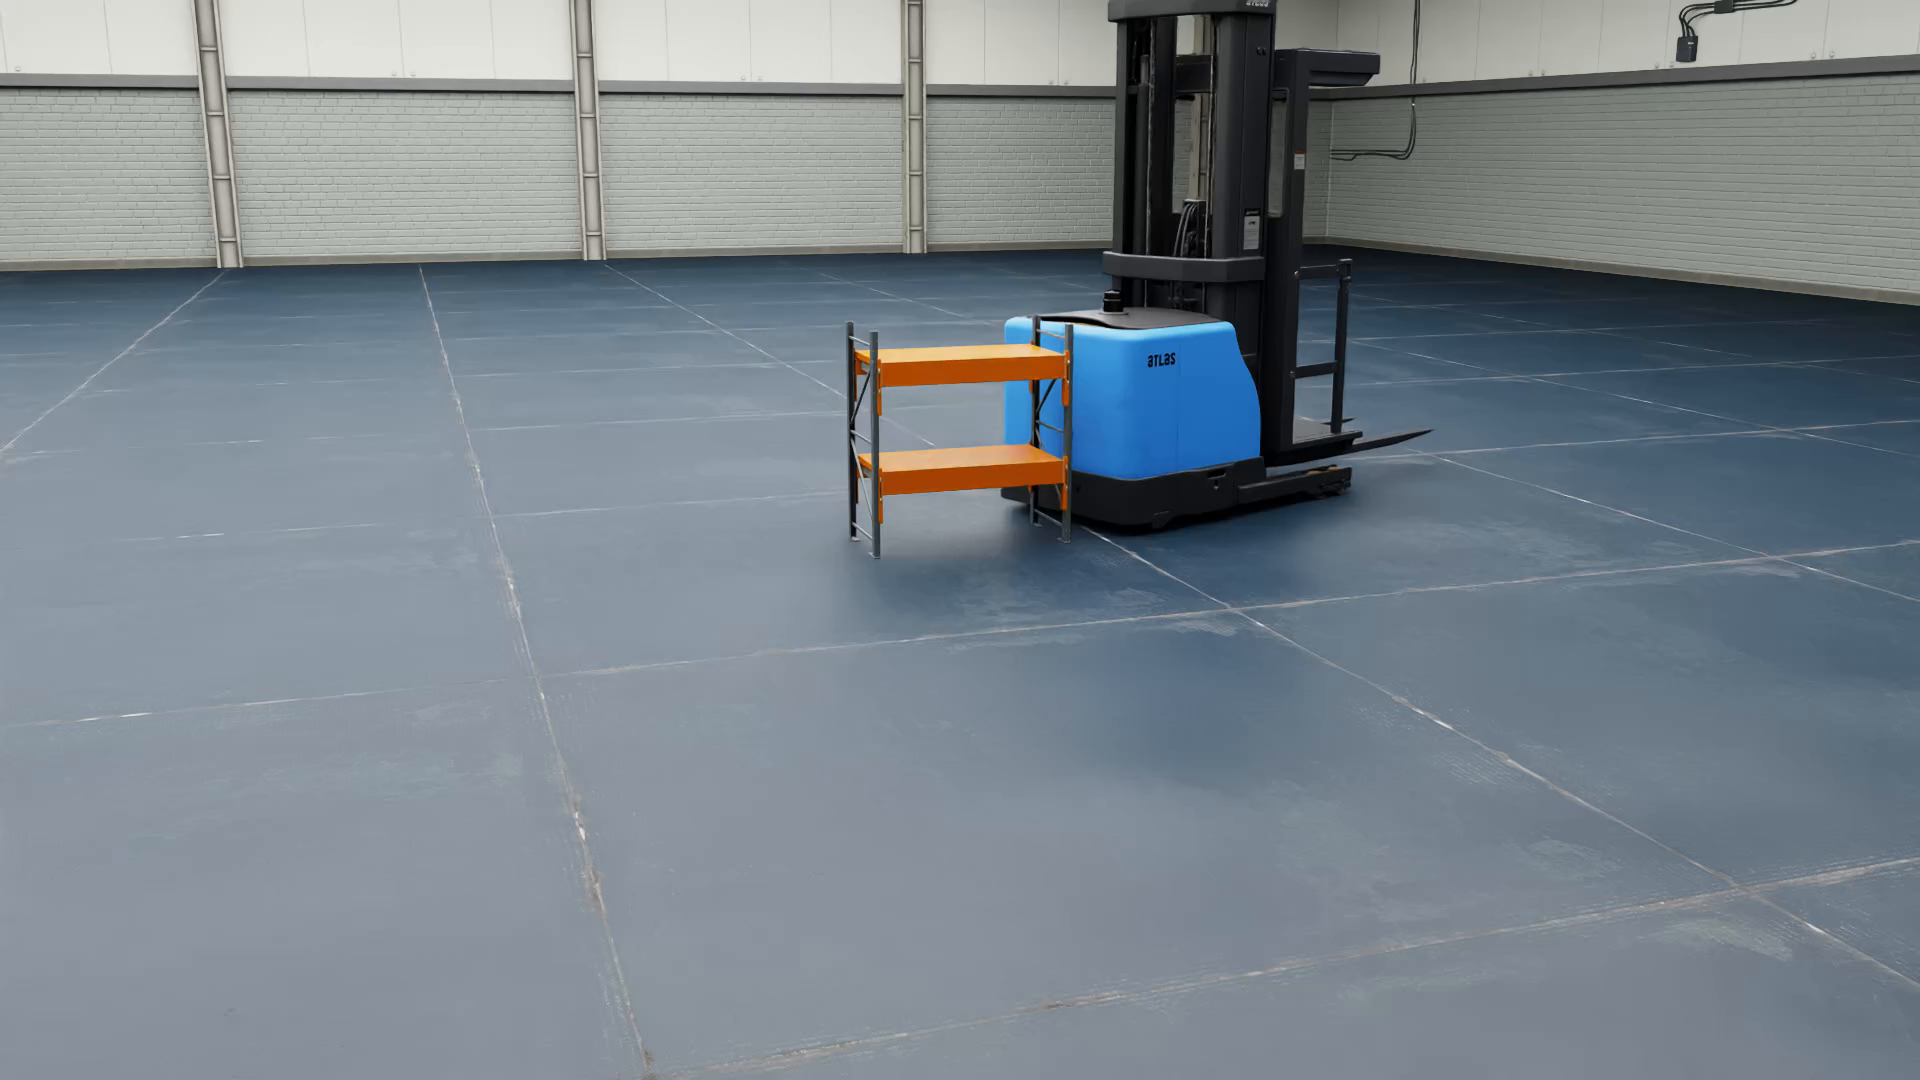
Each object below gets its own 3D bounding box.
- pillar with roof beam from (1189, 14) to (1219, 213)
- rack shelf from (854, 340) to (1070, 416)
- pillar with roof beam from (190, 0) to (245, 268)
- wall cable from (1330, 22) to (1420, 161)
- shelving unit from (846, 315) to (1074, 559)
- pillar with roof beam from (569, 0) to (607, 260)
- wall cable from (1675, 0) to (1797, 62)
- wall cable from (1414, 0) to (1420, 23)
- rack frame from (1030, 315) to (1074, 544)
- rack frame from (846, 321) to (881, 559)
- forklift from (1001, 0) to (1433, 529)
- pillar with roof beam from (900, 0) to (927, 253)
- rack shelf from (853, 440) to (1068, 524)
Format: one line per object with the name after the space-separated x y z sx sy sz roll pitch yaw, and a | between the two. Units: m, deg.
6.196 -9.347 28.491 0.400 9.000 9.100 -4 14 -18 | pillar with roof beam
-0.006 -0.831 8.443 1.000 0.278 0.538 -4 14 -18 | rack shelf
-10.864 -8.018 22.906 0.400 9.000 9.100 -4 14 -18 | pillar with roof beam
8.037 -8.708 32.515 0.112 2.526 3.097 -4 14 -18 | wall cable
-0.006 -0.547 8.511 1.048 1.125 0.538 -4 14 -18 | shelving unit
-5.177 -8.461 24.768 0.400 9.000 9.100 -4 14 -18 | pillar with roof beam
11.050 -9.790 23.004 0.169 6.003 2.305 -4 14 -18 | wall cable
8.900 -10.571 29.436 0.112 2.526 3.097 -4 14 -18 | wall cable
0.475 -0.584 8.668 0.032 1.125 0.500 -4 14 -18 | rack frame
-0.488 -0.509 8.353 0.032 1.125 0.500 -4 14 -18 | rack frame
1.670 -1.744 9.642 3.031 2.935 1.130 -11 18 -40 | forklift
0.510 -8.904 26.630 0.400 9.000 9.100 -4 14 -18 | pillar with roof beam
-0.006 -0.309 8.567 1.000 0.278 0.538 -4 14 -18 | rack shelf
